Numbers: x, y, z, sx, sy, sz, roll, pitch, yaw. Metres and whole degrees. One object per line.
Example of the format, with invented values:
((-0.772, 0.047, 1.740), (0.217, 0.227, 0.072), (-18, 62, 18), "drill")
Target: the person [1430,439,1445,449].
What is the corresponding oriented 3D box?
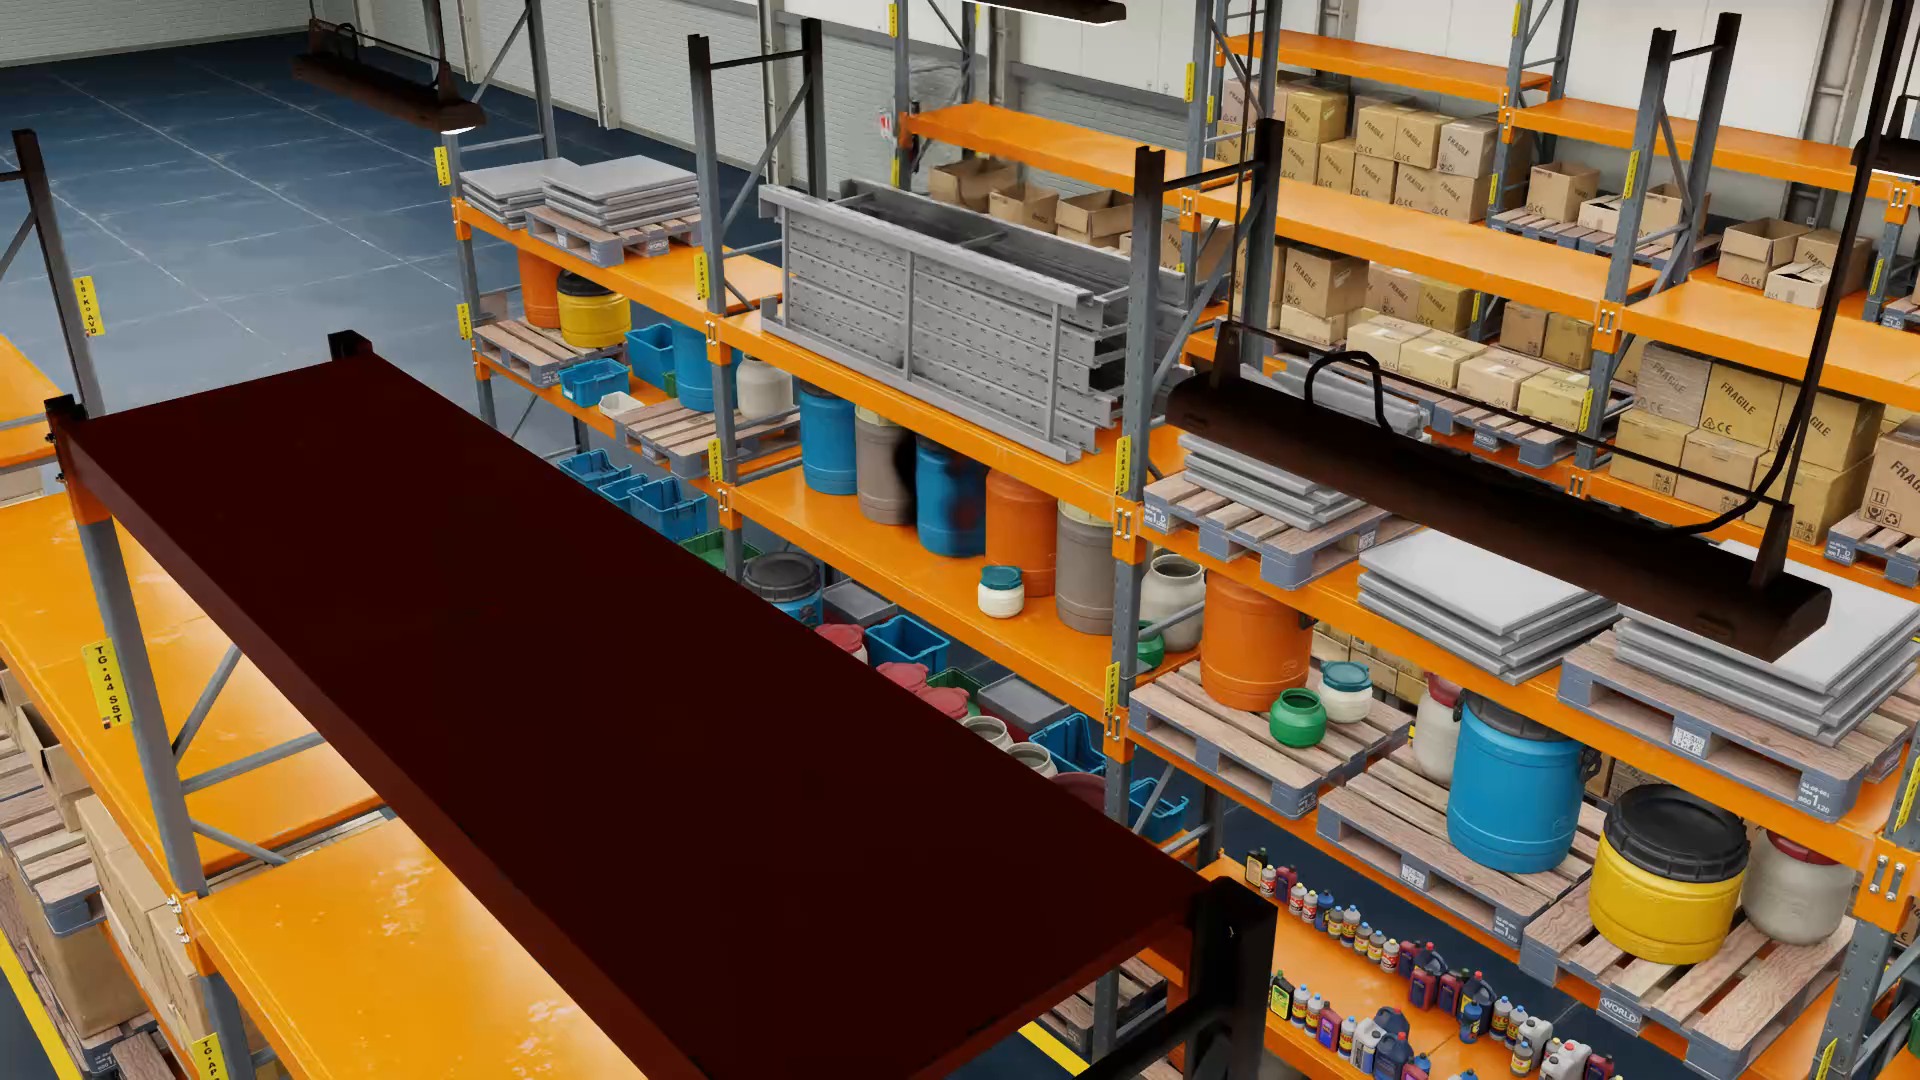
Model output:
((4.706, -0.763, 17.130), (1.025, 1.826, 0.738), (23, 35, 37), "person")
